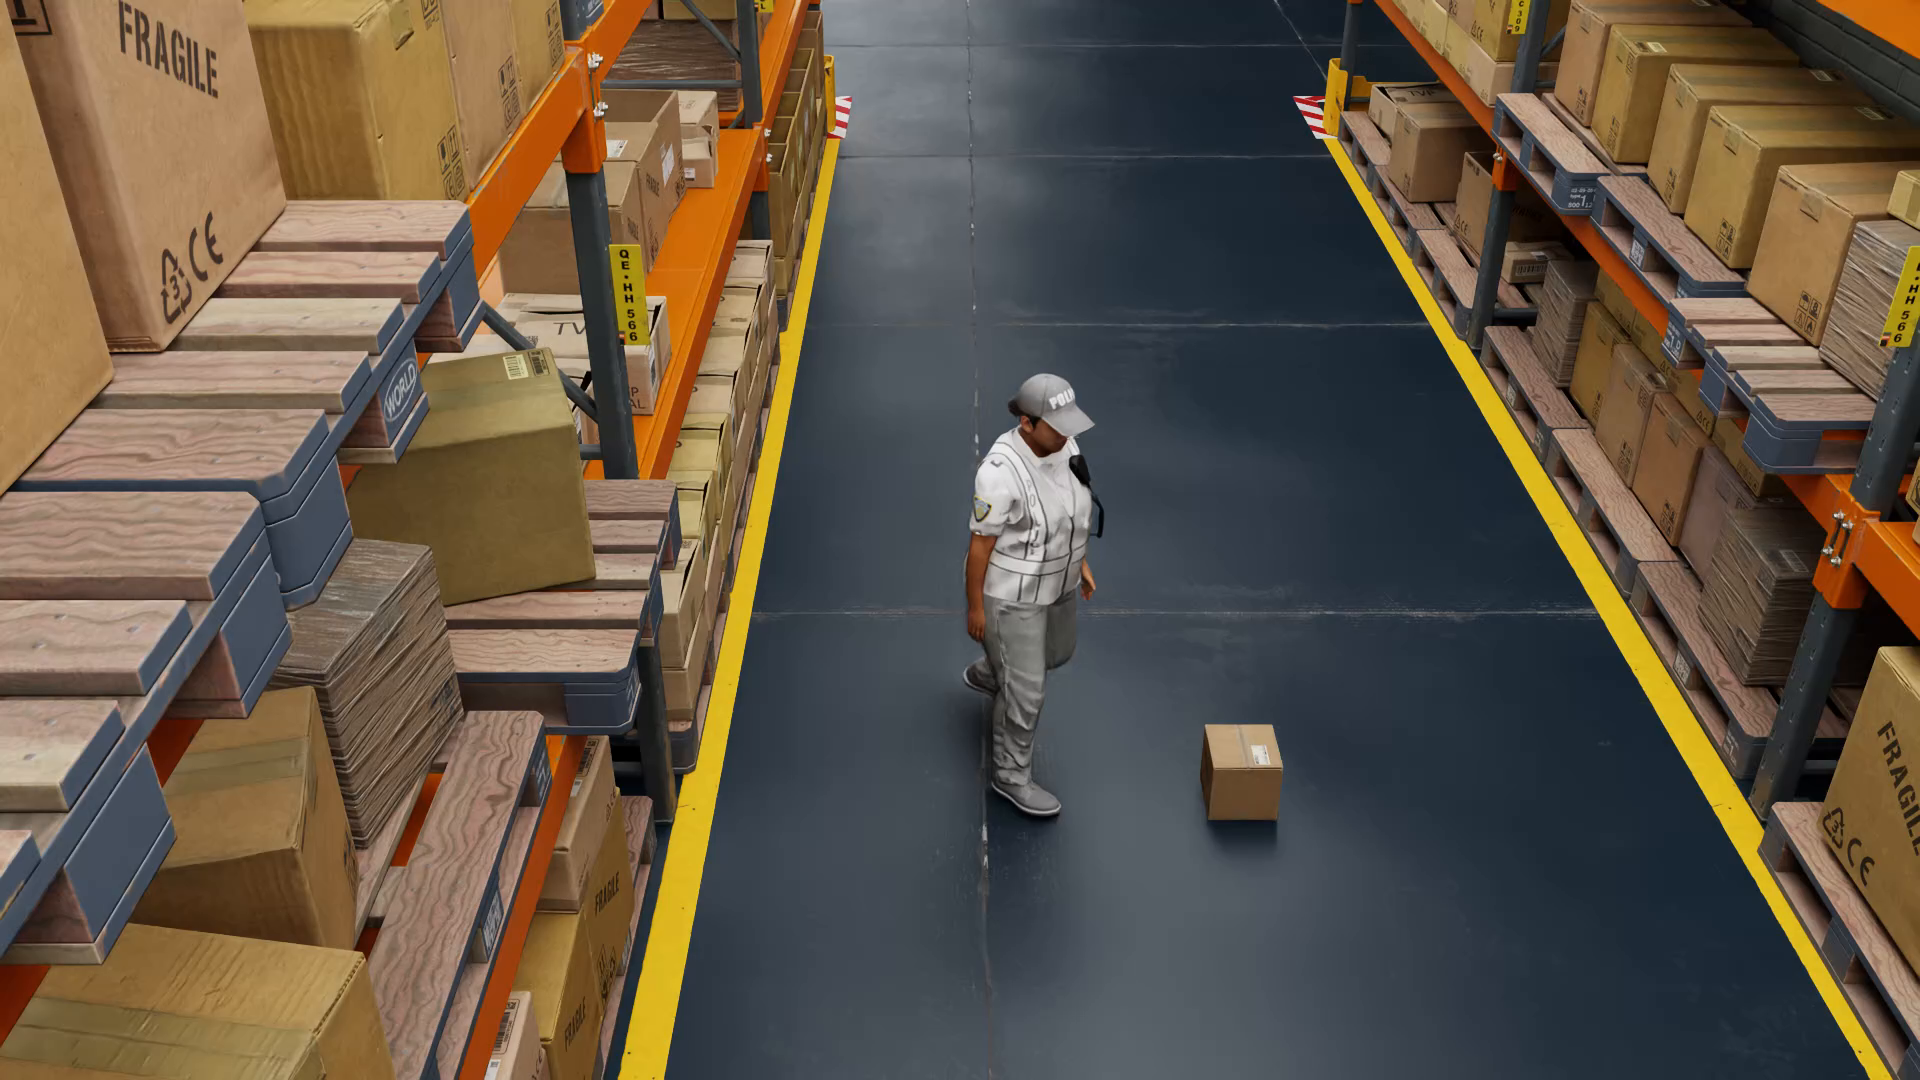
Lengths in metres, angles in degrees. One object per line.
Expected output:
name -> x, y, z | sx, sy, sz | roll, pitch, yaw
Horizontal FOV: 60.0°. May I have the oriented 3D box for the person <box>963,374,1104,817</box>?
person -> 0.209, 0.122, 5.941 | 0.701, 1.638, 0.556 | 24, 39, 33
